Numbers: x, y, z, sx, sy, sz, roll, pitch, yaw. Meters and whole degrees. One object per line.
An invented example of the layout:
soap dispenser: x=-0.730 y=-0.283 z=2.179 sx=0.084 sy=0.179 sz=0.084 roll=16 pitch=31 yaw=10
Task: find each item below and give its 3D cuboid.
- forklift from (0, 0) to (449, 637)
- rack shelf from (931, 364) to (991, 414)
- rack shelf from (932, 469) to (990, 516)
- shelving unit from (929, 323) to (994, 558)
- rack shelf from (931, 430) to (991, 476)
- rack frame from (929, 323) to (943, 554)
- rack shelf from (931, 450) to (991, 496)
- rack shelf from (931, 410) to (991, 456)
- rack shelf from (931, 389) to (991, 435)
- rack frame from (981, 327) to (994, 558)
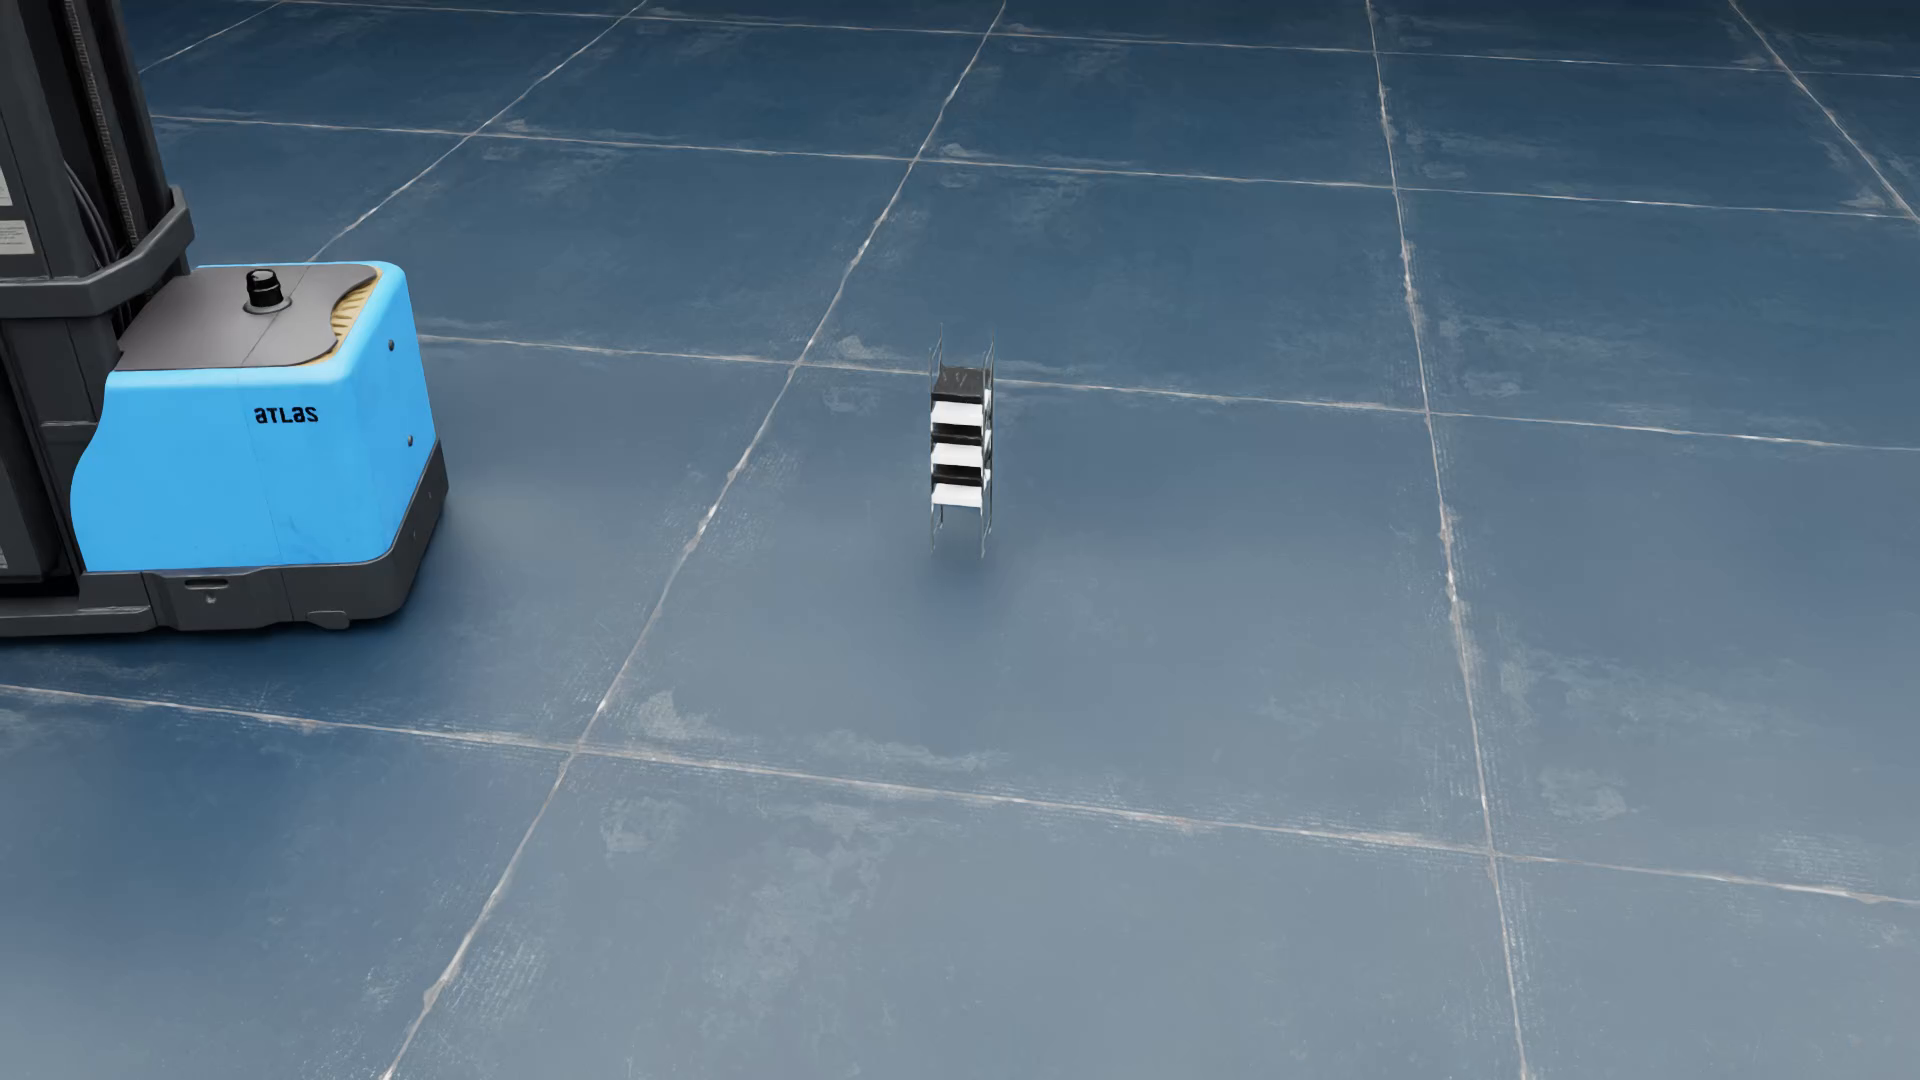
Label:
forklift: x=-3.623 y=-1.120 z=5.776 sx=3.031 sy=2.935 sz=1.130 roll=-2 pitch=32 yaw=-3
rack shelf: x=0.008 y=-0.581 z=6.384 sx=0.200 sy=0.077 sz=0.258 roll=5 pitch=32 yaw=8
rack shelf: x=0.008 y=-0.200 z=6.623 sx=0.200 sy=0.077 sz=0.258 roll=5 pitch=32 yaw=8
shelving unit: x=0.008 y=-0.381 z=6.510 sx=0.210 sy=0.900 sz=0.258 roll=5 pitch=32 yaw=8
rack shelf: x=0.008 y=-0.352 z=6.528 sx=0.200 sy=0.077 sz=0.258 roll=5 pitch=32 yaw=8
rack frame: x=-0.092 y=-0.390 z=6.525 sx=0.006 sy=0.900 sz=0.240 roll=5 pitch=32 yaw=8
rack shelf: x=0.008 y=-0.276 z=6.576 sx=0.200 sy=0.077 sz=0.258 roll=5 pitch=32 yaw=8
rack shelf: x=0.008 y=-0.429 z=6.480 sx=0.200 sy=0.077 sz=0.258 roll=5 pitch=32 yaw=8
rack shelf: x=0.008 y=-0.505 z=6.432 sx=0.200 sy=0.077 sz=0.258 roll=5 pitch=32 yaw=8
rack frame: x=0.108 y=-0.372 z=6.496 sx=0.006 sy=0.900 sz=0.240 roll=5 pitch=32 yaw=8
